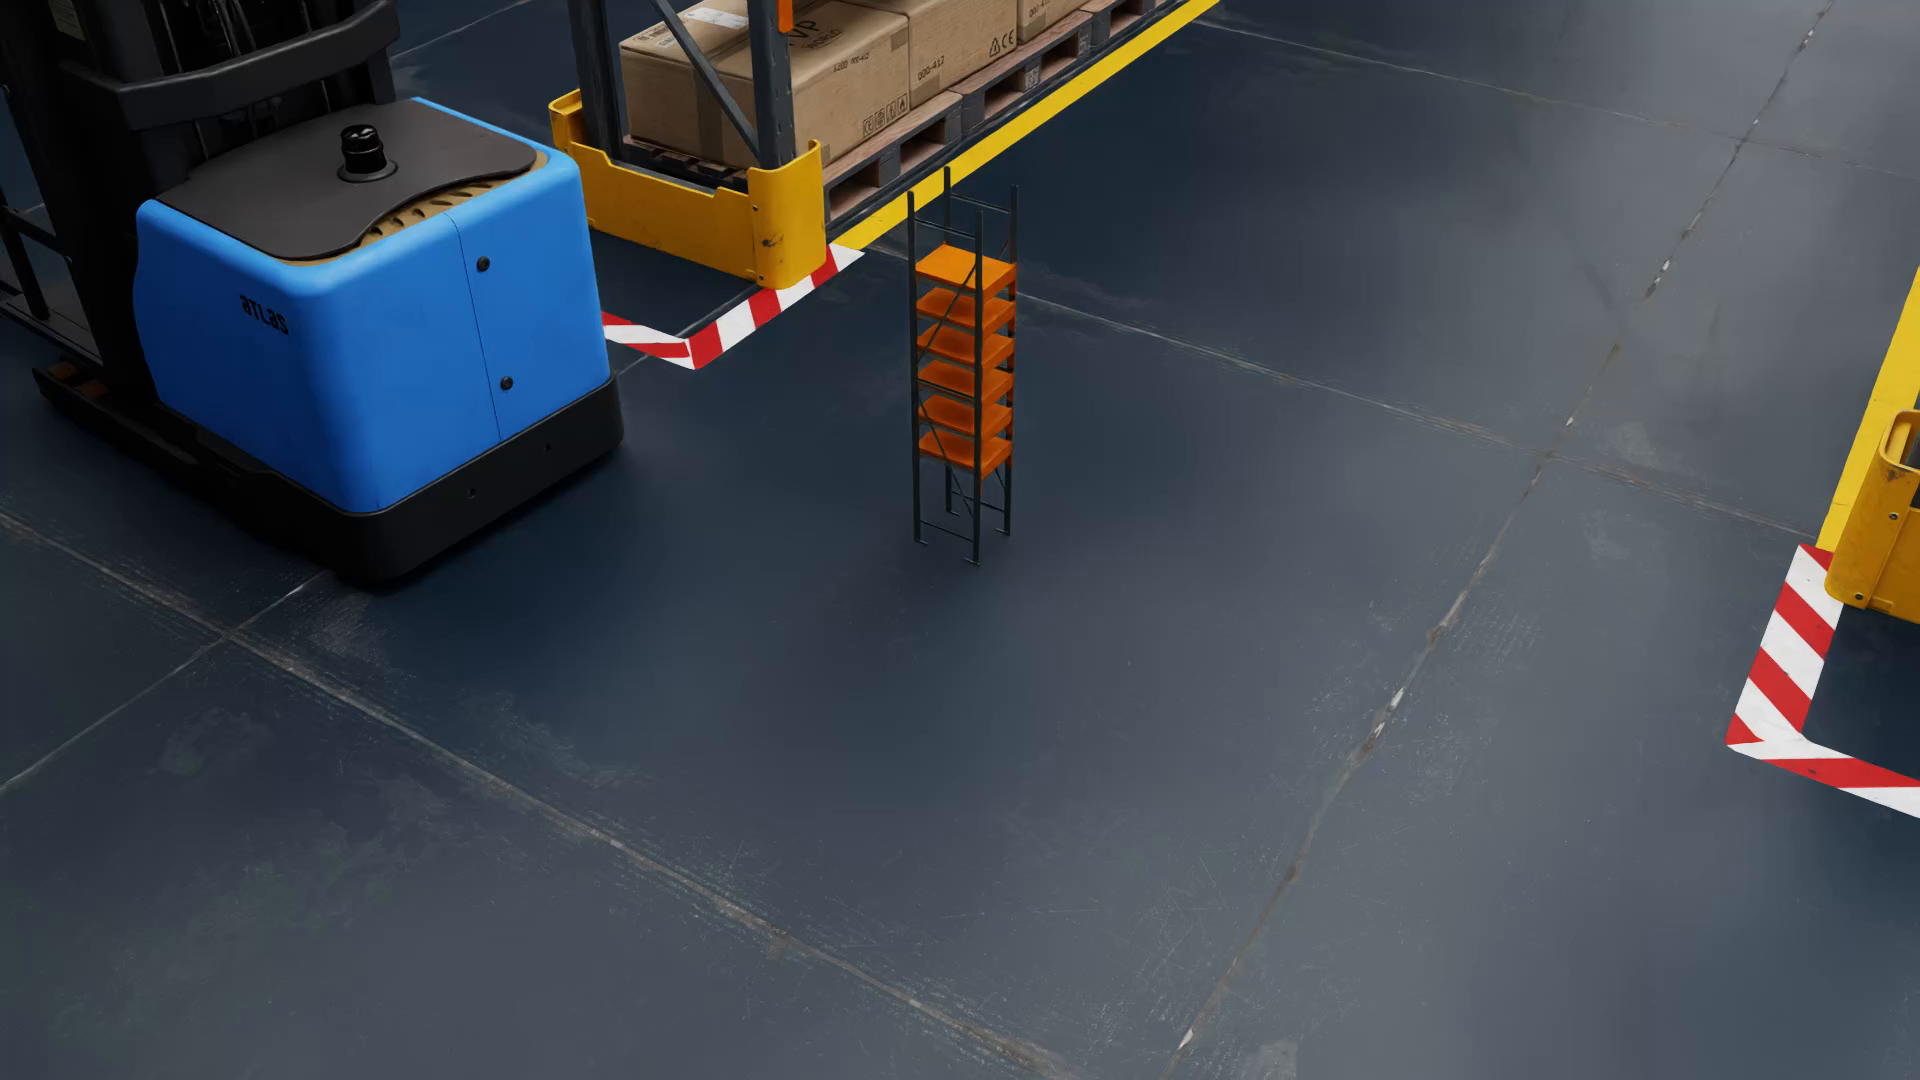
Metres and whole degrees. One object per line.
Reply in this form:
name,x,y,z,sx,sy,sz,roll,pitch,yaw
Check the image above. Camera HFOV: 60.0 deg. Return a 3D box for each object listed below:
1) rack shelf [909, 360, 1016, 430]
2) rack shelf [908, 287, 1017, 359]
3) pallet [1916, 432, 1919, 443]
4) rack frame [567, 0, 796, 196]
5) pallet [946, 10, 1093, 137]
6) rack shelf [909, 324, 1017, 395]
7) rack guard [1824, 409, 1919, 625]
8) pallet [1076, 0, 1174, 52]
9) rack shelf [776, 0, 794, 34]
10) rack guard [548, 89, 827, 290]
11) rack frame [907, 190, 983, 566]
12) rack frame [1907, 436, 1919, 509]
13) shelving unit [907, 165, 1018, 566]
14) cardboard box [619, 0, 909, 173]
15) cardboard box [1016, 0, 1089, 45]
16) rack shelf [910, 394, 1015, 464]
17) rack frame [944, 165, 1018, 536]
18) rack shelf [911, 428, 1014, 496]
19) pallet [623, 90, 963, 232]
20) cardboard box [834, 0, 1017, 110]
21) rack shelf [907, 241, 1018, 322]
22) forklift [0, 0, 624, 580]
rack shelf,0.008,-0.447,4.920,0.258,0.103,0.180,21,42,25
rack shelf,0.008,-0.638,4.774,0.258,0.103,0.180,21,42,25
pallet,3.654,-0.220,5.363,1.003,0.211,1.213,21,42,25
rack frame,-1.086,-2.445,5.965,1.000,3.000,0.127,21,42,25
pallet,-0.069,-2.405,8.197,1.003,0.211,1.213,21,42,25
rack shelf,0.008,-0.543,4.847,0.258,0.103,0.180,21,42,25
rack guard,3.189,0.073,4.746,1.175,0.500,0.348,21,42,25
pallet,0.584,-3.036,9.016,1.003,0.211,1.213,21,42,25
rack shelf,-0.014,-3.191,7.522,1.077,0.370,4.000,21,42,25
rack guard,-1.098,-1.443,6.712,1.175,0.500,0.348,21,42,25
rack frame,-0.041,-0.435,4.832,0.240,1.200,0.006,21,42,25
rack frame,3.148,-0.878,3.932,1.000,3.000,0.127,21,42,25
shelving unit,0.008,-0.483,4.893,0.258,1.200,0.189,21,42,25
cardboard box,-0.816,-1.970,7.103,0.875,0.438,0.875,20,42,24
cardboard box,0.151,-2.909,8.321,0.875,0.438,0.875,20,42,24
rack shelf,0.008,-0.352,4.994,0.258,0.103,0.180,21,42,25
rack frame,0.057,-0.530,4.955,0.240,1.200,0.006,21,42,25
rack shelf,0.008,-0.257,5.067,0.258,0.103,0.180,21,42,25
pallet,-0.723,-1.779,7.384,1.003,0.211,1.213,21,42,25
cardboard box,-0.333,-2.444,7.718,0.875,0.438,0.875,22,43,26
rack shelf,0.008,-0.733,4.701,0.258,0.103,0.180,21,42,25
forklift,-2.605,-1.775,5.152,3.031,2.935,1.130,25,44,29
